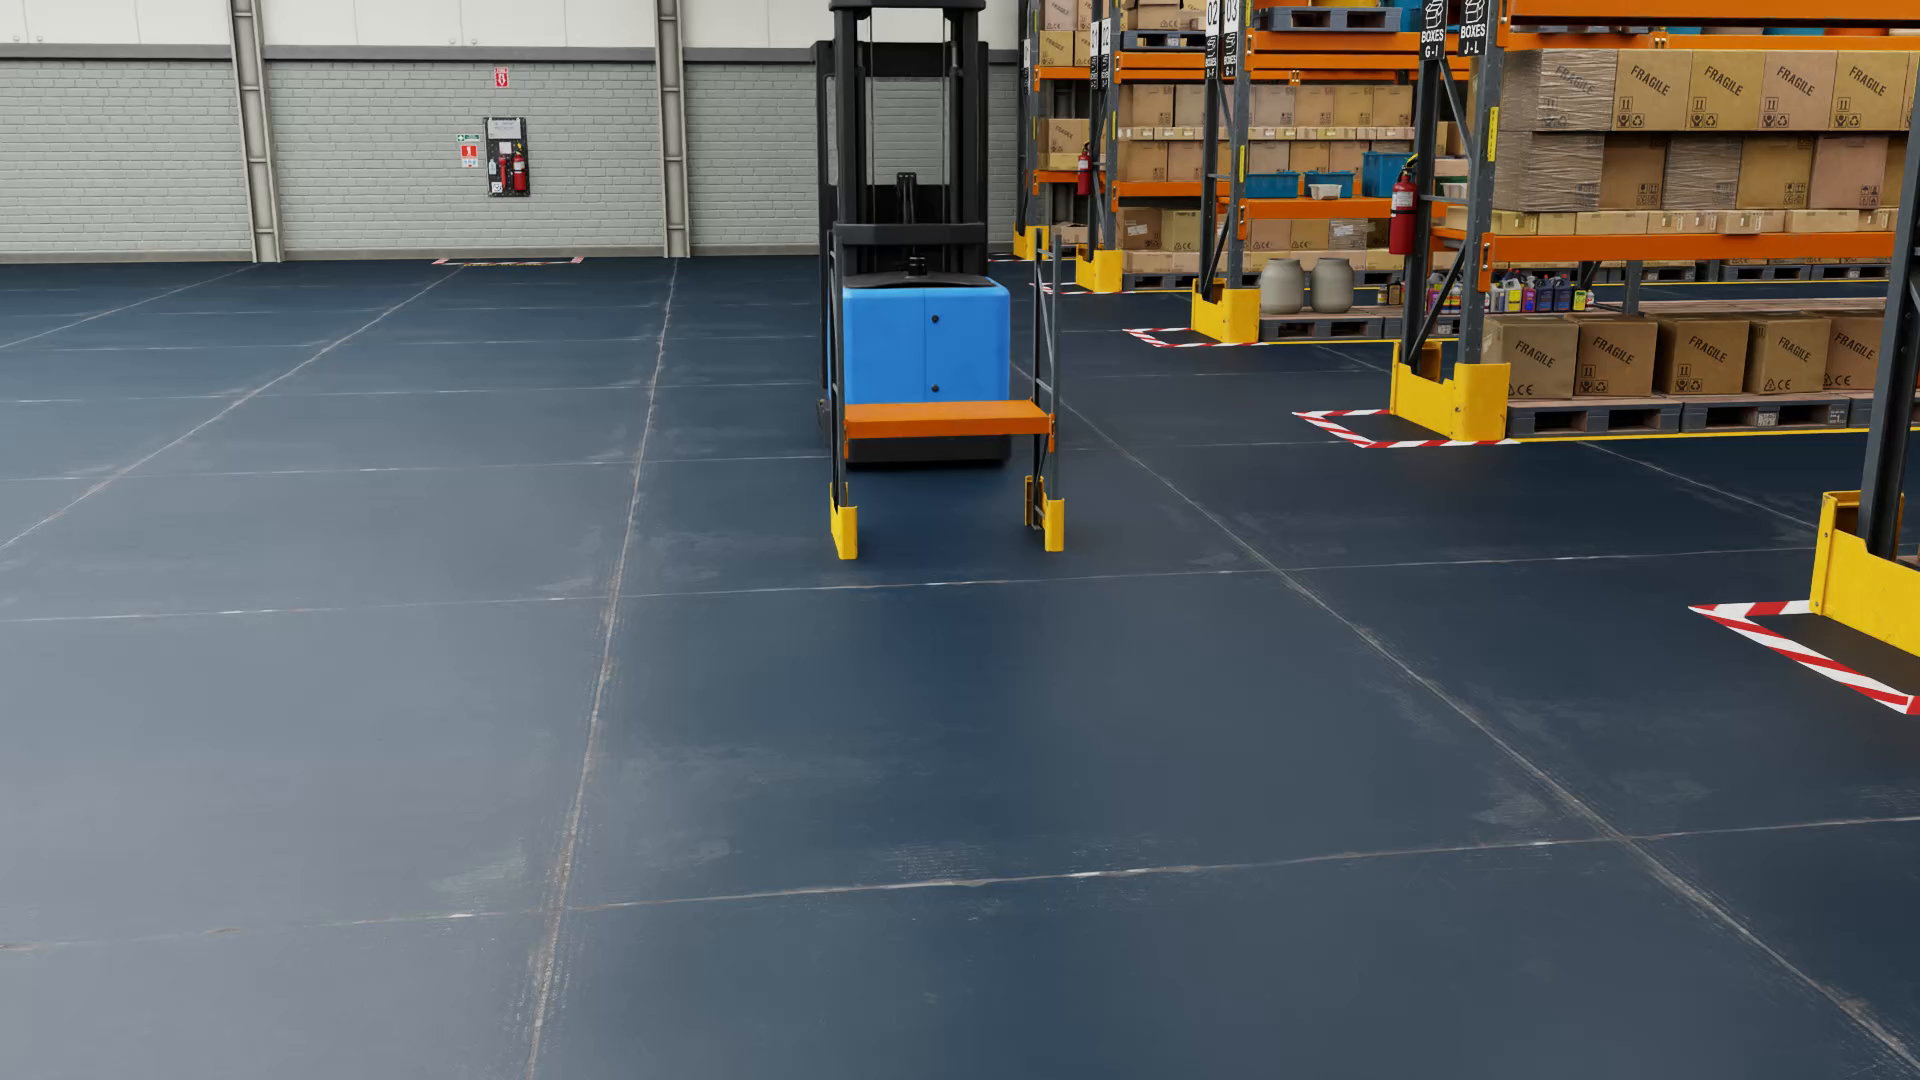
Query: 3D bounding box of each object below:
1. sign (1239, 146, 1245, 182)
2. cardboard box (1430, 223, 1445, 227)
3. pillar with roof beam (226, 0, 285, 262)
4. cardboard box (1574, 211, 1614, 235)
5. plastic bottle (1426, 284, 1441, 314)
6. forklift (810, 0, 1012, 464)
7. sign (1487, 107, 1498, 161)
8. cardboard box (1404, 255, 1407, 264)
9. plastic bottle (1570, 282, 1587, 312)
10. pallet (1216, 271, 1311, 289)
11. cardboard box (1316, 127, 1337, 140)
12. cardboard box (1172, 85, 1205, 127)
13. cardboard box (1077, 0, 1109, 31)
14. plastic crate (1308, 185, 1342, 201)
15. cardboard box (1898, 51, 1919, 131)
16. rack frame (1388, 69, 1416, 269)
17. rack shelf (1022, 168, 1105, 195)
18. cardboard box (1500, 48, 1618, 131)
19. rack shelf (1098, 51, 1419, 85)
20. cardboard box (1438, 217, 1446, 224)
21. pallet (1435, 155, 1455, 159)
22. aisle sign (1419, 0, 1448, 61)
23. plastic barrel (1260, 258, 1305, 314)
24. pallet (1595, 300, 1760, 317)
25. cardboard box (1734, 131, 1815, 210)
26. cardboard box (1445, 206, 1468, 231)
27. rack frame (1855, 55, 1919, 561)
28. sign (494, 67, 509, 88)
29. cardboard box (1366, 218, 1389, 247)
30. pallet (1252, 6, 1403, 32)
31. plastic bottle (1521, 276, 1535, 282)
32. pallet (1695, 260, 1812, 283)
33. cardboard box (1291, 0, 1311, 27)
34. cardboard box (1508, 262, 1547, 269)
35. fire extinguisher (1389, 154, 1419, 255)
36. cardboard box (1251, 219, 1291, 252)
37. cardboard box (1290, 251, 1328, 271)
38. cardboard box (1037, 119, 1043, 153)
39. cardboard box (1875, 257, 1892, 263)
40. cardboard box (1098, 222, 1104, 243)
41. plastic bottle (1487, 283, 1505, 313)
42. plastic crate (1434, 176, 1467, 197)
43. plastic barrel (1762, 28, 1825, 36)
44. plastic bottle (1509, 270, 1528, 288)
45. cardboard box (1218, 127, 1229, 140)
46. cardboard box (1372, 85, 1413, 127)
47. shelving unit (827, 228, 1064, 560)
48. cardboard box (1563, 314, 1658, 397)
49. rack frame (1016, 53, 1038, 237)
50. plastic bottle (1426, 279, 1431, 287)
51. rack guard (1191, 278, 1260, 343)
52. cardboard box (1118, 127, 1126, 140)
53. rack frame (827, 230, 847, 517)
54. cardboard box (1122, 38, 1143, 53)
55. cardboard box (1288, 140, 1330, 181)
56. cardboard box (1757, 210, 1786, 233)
[{"bbox_3d":[2.567,-3.426,15.148,0.005,0.325,0.100,-2,14,-8],"label":"sign"},{"bbox_3d":[6.157,-3.858,21.075,0.500,0.311,0.500,-2,14,-8],"label":"cardboard box"},{"bbox_3d":[-9.648,-7.480,19.550,0.400,9.000,9.100,-2,14,-8],"label":"pillar with roof beam"},{"bbox_3d":[4.045,-2.074,10.842,0.250,0.149,0.380,-2,14,-8],"label":"cardboard box"},{"bbox_3d":[4.556,-2.315,15.965,0.133,0.283,0.061,-2,14,-7],"label":"plastic bottle"},{"bbox_3d":[-0.396,-2.181,10.894,1.130,2.935,3.031,-2,14,-7],"label":"forklift"},{"bbox_3d":[3.309,-2.522,10.334,0.005,0.325,0.100,-2,14,-8],"label":"sign"},{"bbox_3d":[6.078,-3.716,21.661,0.500,0.250,0.500,-2,14,-9],"label":"cardboard box"},{"bbox_3d":[6.019,-2.368,16.179,0.133,0.283,0.061,-1,14,-5],"label":"plastic bottle"},{"bbox_3d":[3.709,-3.345,21.124,1.213,0.211,1.003,-2,14,-8],"label":"pallet"},{"bbox_3d":[4.468,-5.026,20.558,0.250,0.149,0.380,-2,14,-9],"label":"cardboard box"},{"bbox_3d":[2.791,-5.330,20.435,0.500,0.500,0.700,-2,14,-10],"label":"cardboard box"},{"bbox_3d":[1.935,-7.767,24.558,0.500,0.500,0.500,-2,14,-9],"label":"cardboard box"},{"bbox_3d":[3.423,-3.252,15.563,0.250,0.136,0.298,-2,14,-8],"label":"plastic crate"},{"bbox_3d":[6.285,-2.955,10.965,0.500,0.500,0.500,-2,14,-8],"label":"cardboard box"},{"bbox_3d":[5.711,-4.761,21.039,0.127,3.000,1.000,-2,14,-8],"label":"rack frame"},{"bbox_3d":[2.992,-5.531,25.589,4.000,0.370,1.077,-2,14,-8],"label":"rack shelf"},{"bbox_3d":[3.812,-2.865,10.607,0.500,0.500,0.500,-2,14,-8],"label":"cardboard box"},{"bbox_3d":[3.733,-5.794,20.473,4.000,0.370,1.077,-2,14,-8],"label":"rack shelf"},{"bbox_3d":[7.694,-5.069,26.502,0.500,0.500,0.700,-2,14,-8],"label":"cardboard box"},{"bbox_3d":[6.973,-5.923,26.066,1.213,0.211,1.003,-2,14,-8],"label":"pallet"},{"bbox_3d":[3.122,-3.564,10.922,0.004,0.787,0.394,-2,14,-8],"label":"aisle sign"},{"bbox_3d":[3.129,-2.464,16.130,0.421,0.512,0.421,0,14,0],"label":"plastic barrel"},{"bbox_3d":[7.216,-2.255,16.778,1.213,0.211,1.003,-2,14,-8],"label":"pallet"},{"bbox_3d":[5.249,-2.509,11.243,0.500,0.500,0.875,-2,14,-8],"label":"cardboard box"},{"bbox_3d":[3.479,-2.171,11.229,0.250,0.149,0.380,-2,14,-8],"label":"cardboard box"},{"bbox_3d":[3.867,-1.036,6.187,0.127,3.000,1.000,-2,14,-8],"label":"rack frame"},{"bbox_3d":[-6.828,-6.891,24.768,0.199,0.298,0.001,-2,14,-8],"label":"sign"},{"bbox_3d":[5.206,-4.053,21.465,0.500,0.500,0.500,-2,14,-8],"label":"cardboard box"},{"bbox_3d":[3.322,-4.794,15.394,1.213,0.211,1.003,-2,14,-8],"label":"pallet"},{"bbox_3d":[5.749,-2.537,16.867,0.135,0.276,0.152,-2,14,-6],"label":"plastic bottle"},{"bbox_3d":[10.410,-3.571,22.028,1.213,0.211,1.003,-2,14,-8],"label":"pallet"},{"bbox_3d":[4.064,-6.508,20.477,0.637,0.503,0.797,-1,14,-2],"label":"cardboard box"},{"bbox_3d":[7.164,-3.624,21.294,0.500,0.250,0.500,-3,14,-10],"label":"cardboard box"},{"bbox_3d":[3.046,-2.302,11.394,0.183,0.674,0.296,-2,14,-8],"label":"fire extinguisher"},{"bbox_3d":[3.803,-3.869,20.732,0.500,0.500,0.500,-2,14,-8],"label":"cardboard box"},{"bbox_3d":[4.297,-3.524,20.897,0.500,0.250,0.500,-2,14,-8],"label":"cardboard box"},{"bbox_3d":[1.448,-6.176,25.409,0.500,0.500,0.500,-2,14,-9],"label":"cardboard box"},{"bbox_3d":[12.190,-3.931,21.964,0.500,0.500,0.500,-2,14,-8],"label":"cardboard box"},{"bbox_3d":[2.275,-4.741,25.582,0.500,0.311,0.500,-1,14,-4],"label":"cardboard box"},{"bbox_3d":[5.181,-2.345,16.102,0.135,0.276,0.152,-2,14,-7],"label":"plastic bottle"},{"bbox_3d":[5.061,-3.485,16.388,0.662,0.188,0.450,-2,14,-8],"label":"plastic crate"},{"bbox_3d":[8.209,-5.385,16.333,0.708,0.901,0.600,-2,14,-8],"label":"plastic barrel"},{"bbox_3d":[5.607,-2.534,16.700,0.185,0.351,0.144,-2,14,-8],"label":"plastic bottle"},{"bbox_3d":[3.196,-4.979,20.371,0.250,0.149,0.380,-3,14,-10],"label":"cardboard box"},{"bbox_3d":[5.273,-5.421,20.799,0.500,0.500,0.700,-2,14,-8],"label":"cardboard box"},{"bbox_3d":[-0.075,-0.725,8.028,1.083,1.500,0.587,-2,14,-8],"label":"shelving unit"},{"bbox_3d":[4.434,-1.273,11.406,0.500,0.500,0.500,2,14,6],"label":"cardboard box"},{"bbox_3d":[1.014,-5.807,25.212,0.127,3.000,1.000,-2,14,-8],"label":"rack frame"},{"bbox_3d":[4.631,-2.496,16.704,0.135,0.276,0.152,-2,14,-10],"label":"plastic bottle"},{"bbox_3d":[2.558,-2.226,16.070,0.348,0.500,1.175,-2,14,-8],"label":"rack guard"},{"bbox_3d":[2.105,-5.039,20.608,0.250,0.149,0.380,-2,14,-9],"label":"cardboard box"},{"bbox_3d":[-0.587,-0.706,7.954,0.032,1.500,0.500,-2,14,-8],"label":"rack frame"},{"bbox_3d":[2.431,-7.303,24.763,0.500,0.500,0.500,-1,14,-6],"label":"cardboard box"},{"bbox_3d":[4.256,-4.754,20.806,0.500,0.500,0.700,-2,14,-7],"label":"cardboard box"},{"bbox_3d":[5.270,-2.136,11.090,0.250,0.149,0.380,-2,14,-8],"label":"cardboard box"}]
